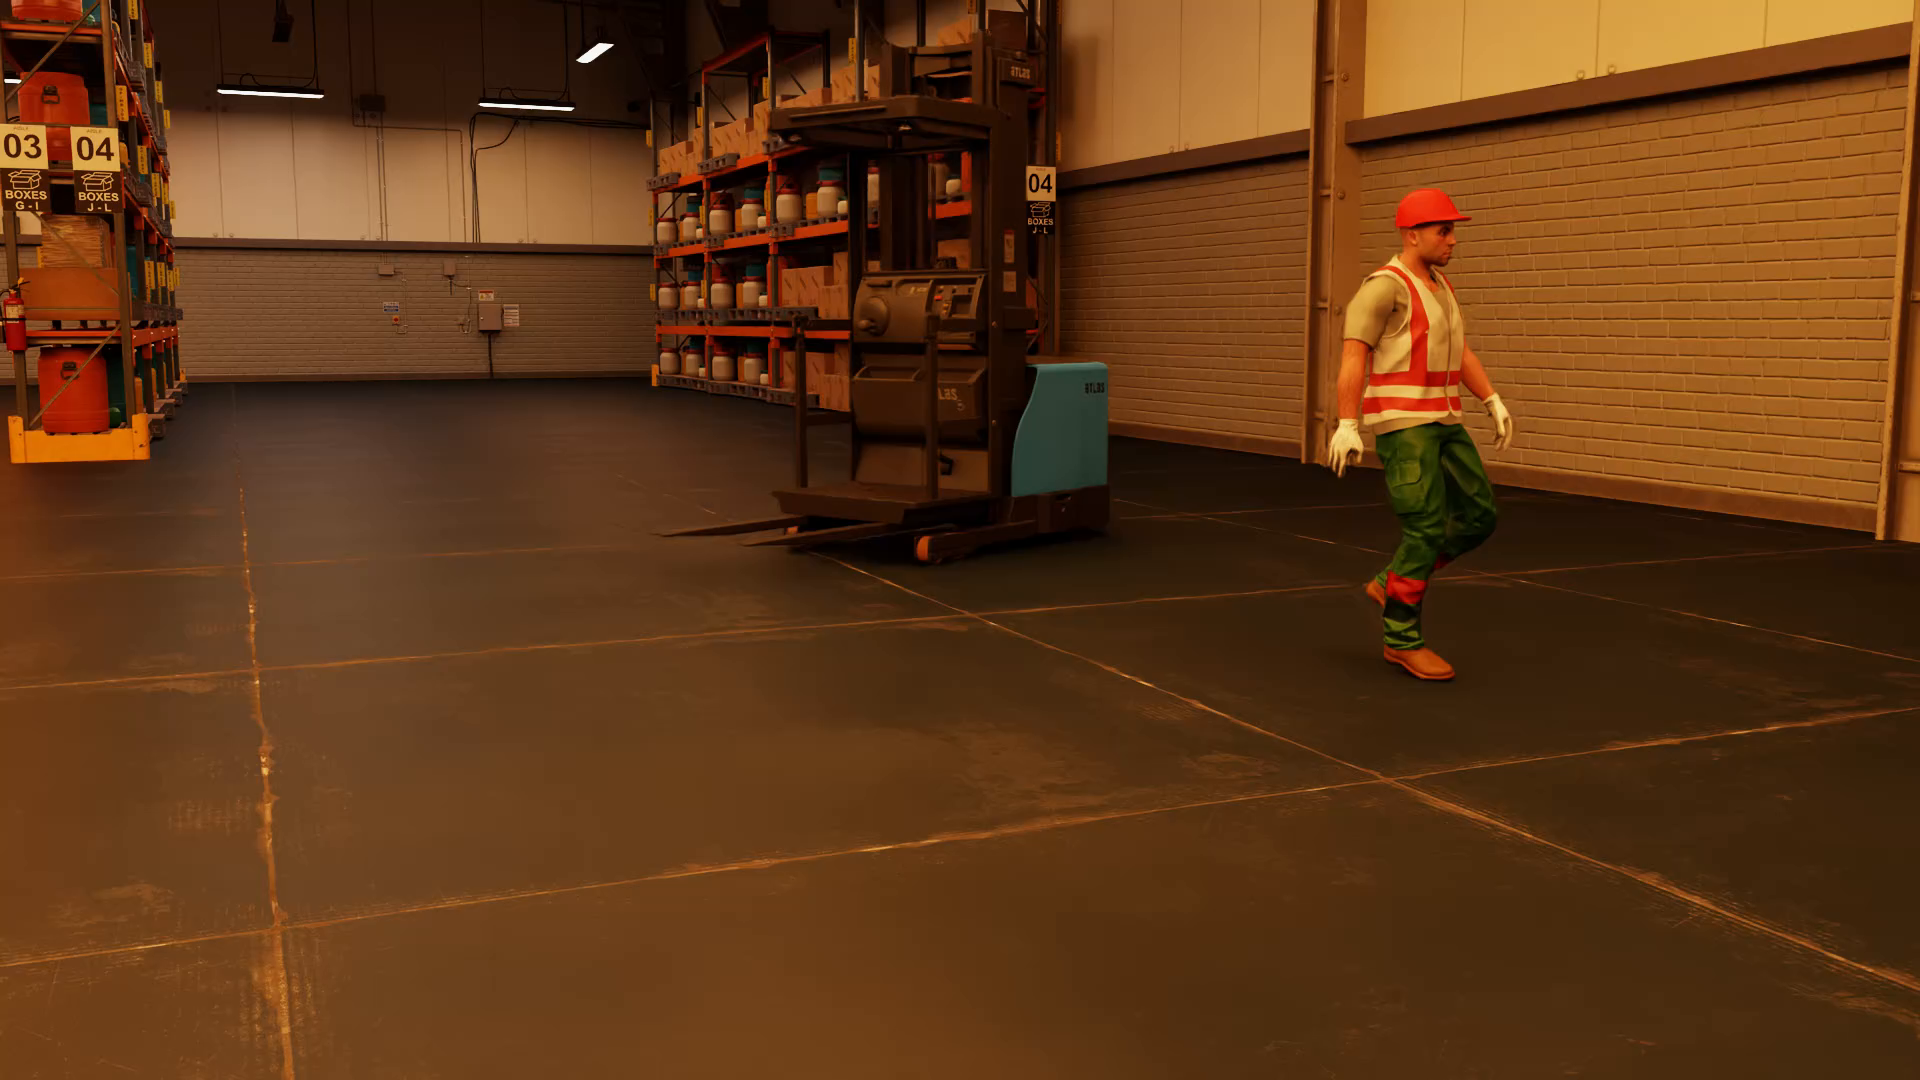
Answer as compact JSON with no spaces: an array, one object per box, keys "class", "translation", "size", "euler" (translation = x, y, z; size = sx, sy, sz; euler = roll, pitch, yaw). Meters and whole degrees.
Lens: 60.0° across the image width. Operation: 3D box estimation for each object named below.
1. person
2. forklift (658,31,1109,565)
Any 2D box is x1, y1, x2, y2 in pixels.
[{"class":"person","translation":[1.716,-0.398,6.253],"size":[0.498,1.809,0.754],"euler":[7,10,43]},{"class":"forklift","translation":[-0.374,-1.389,9.475],"size":[1.130,2.935,3.031],"euler":[6,10,38]}]
